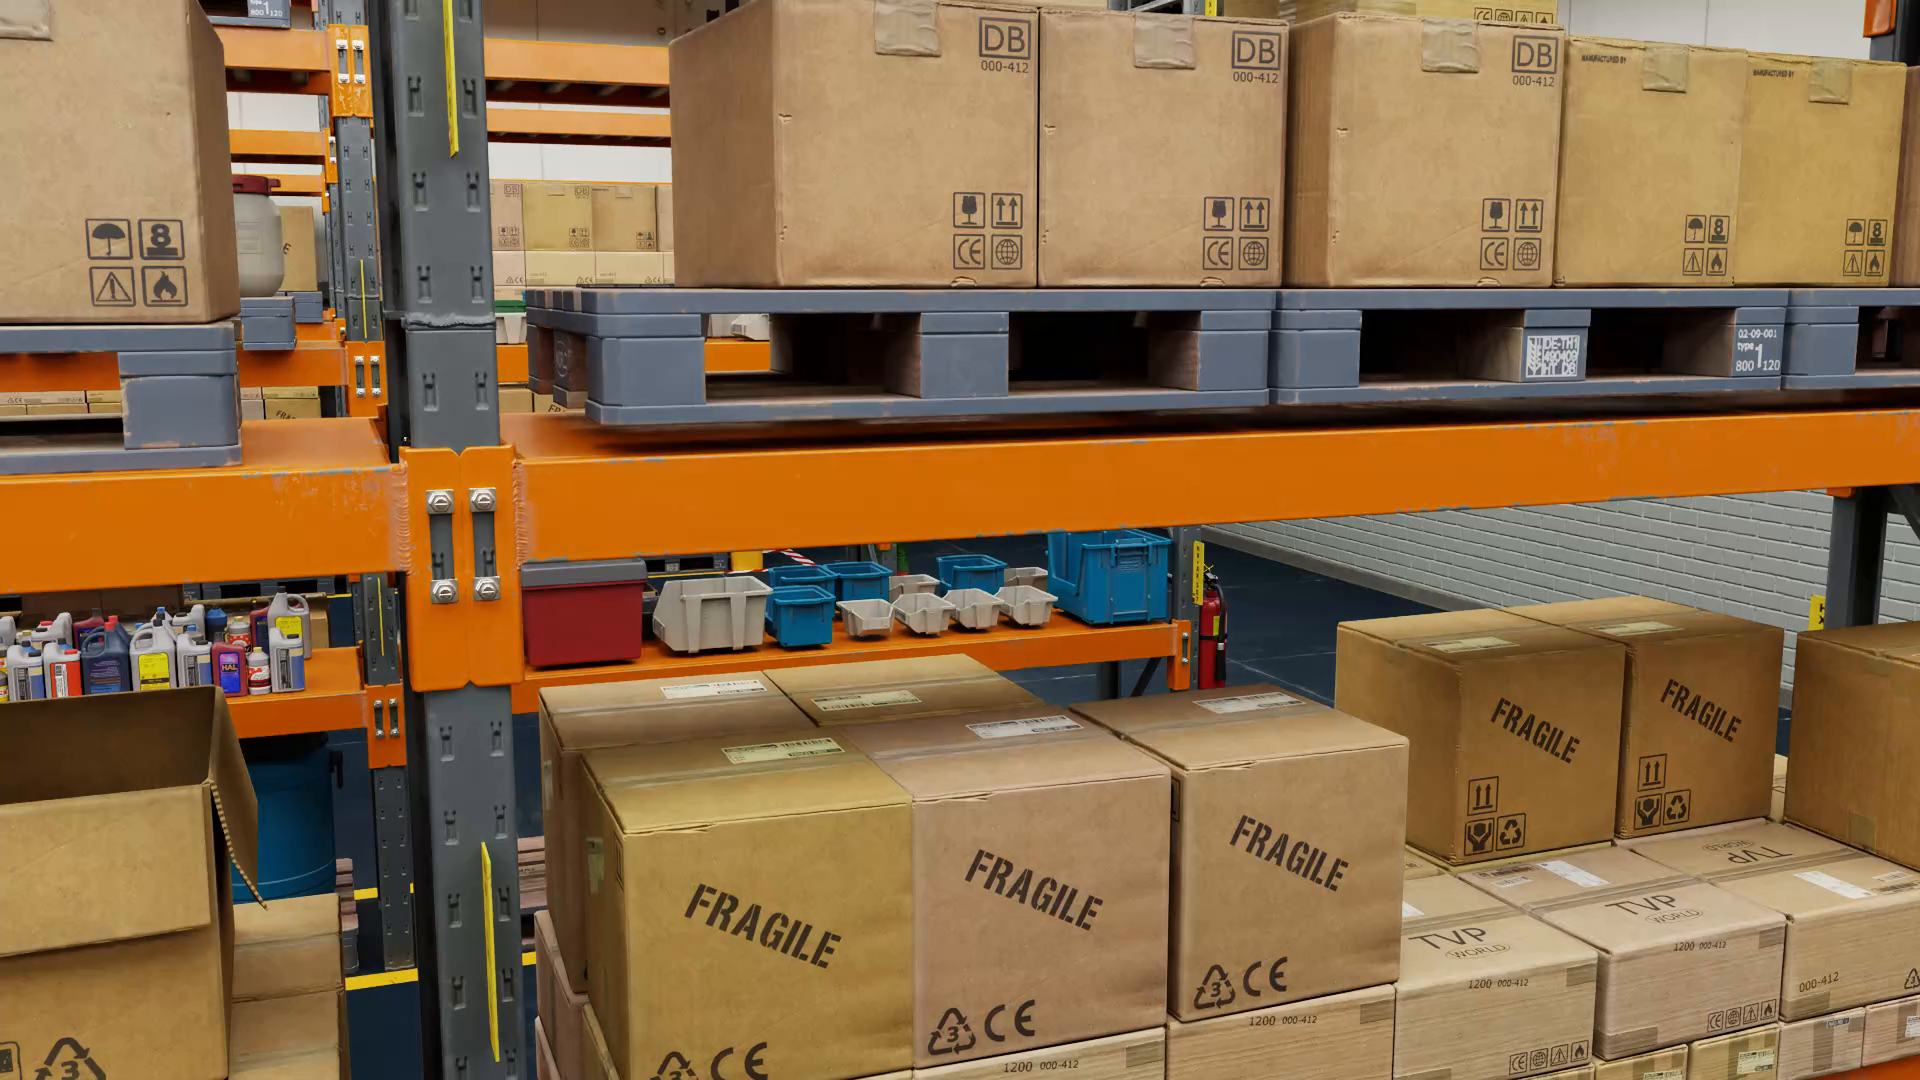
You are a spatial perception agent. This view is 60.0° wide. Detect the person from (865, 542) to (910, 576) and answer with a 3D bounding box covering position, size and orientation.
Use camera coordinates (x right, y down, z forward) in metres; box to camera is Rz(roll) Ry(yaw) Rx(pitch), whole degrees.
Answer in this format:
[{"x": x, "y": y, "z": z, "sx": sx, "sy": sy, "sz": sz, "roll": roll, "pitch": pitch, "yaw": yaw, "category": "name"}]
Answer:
[{"x": -0.723, "y": -0.238, "z": 15.842, "sx": 0.493, "sy": 1.782, "sz": 0.571, "roll": -3, "pitch": 9, "yaw": -20, "category": "person"}]
